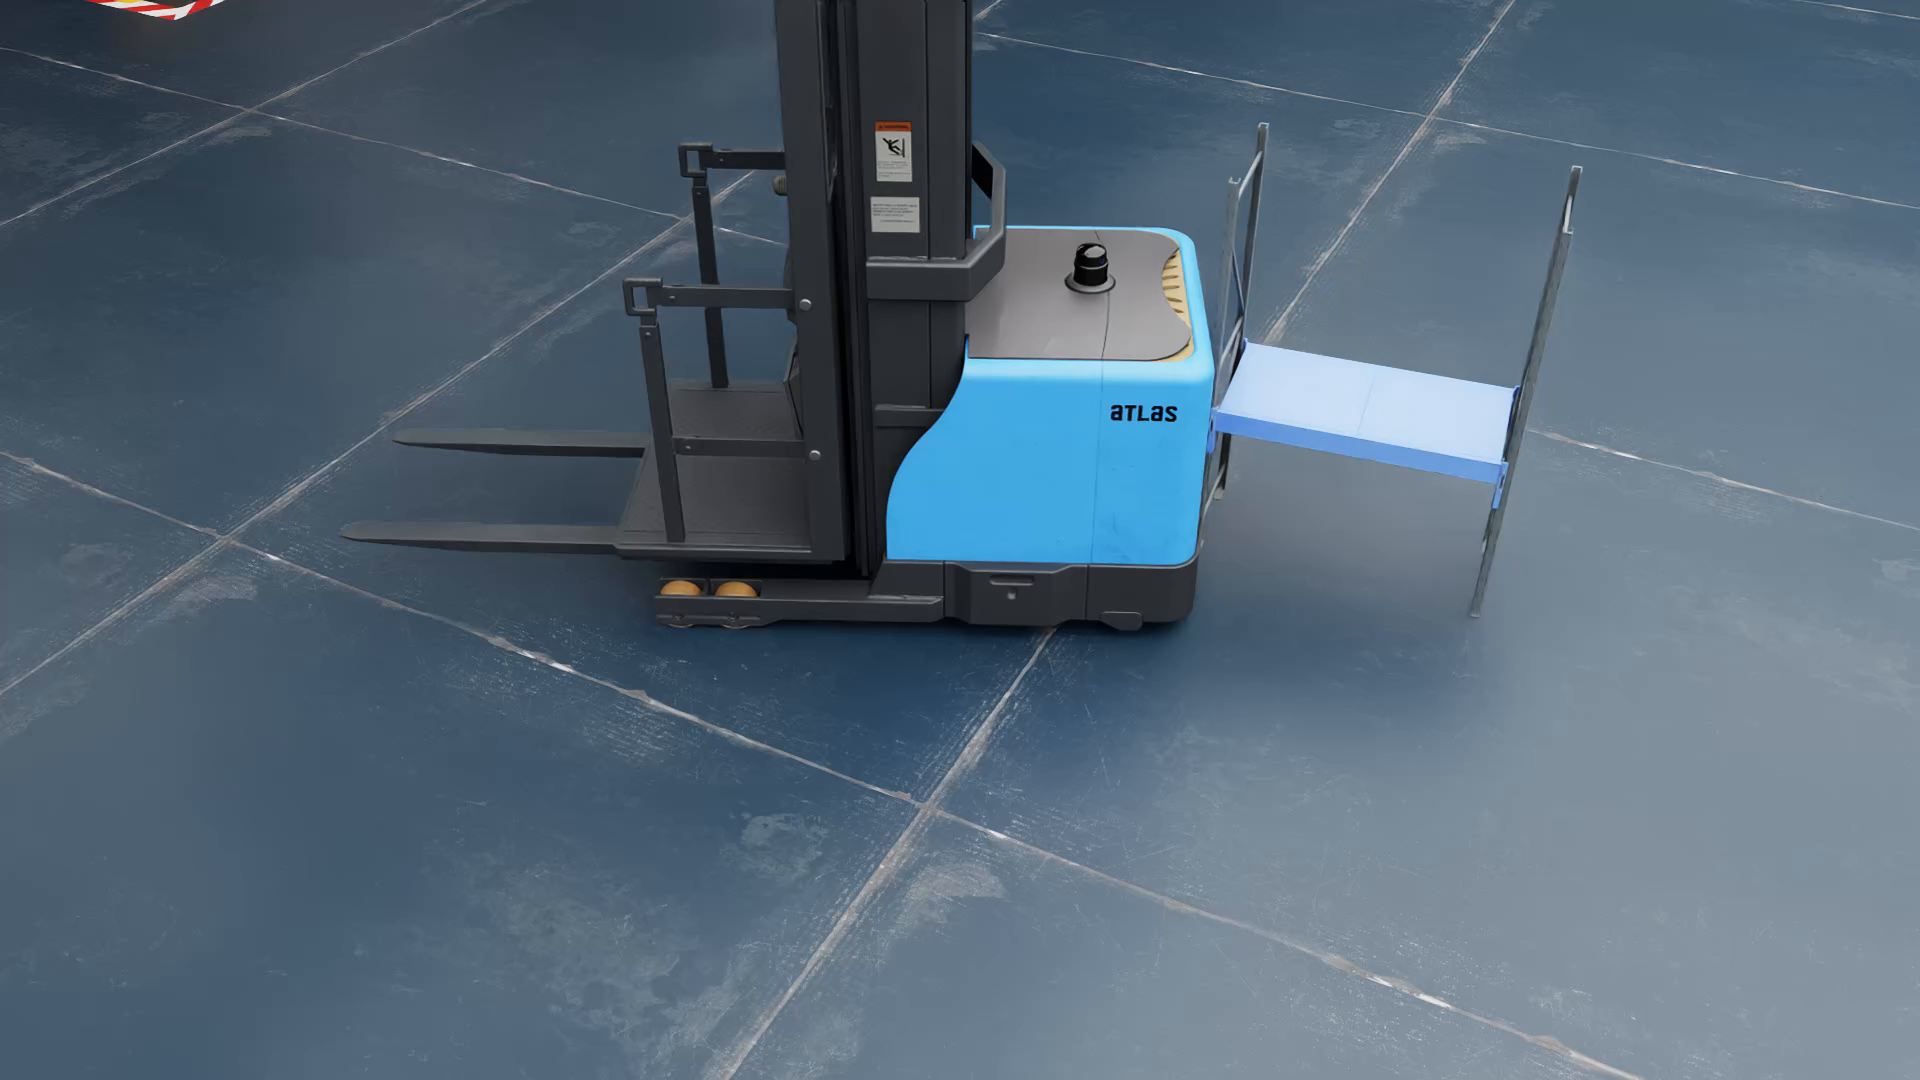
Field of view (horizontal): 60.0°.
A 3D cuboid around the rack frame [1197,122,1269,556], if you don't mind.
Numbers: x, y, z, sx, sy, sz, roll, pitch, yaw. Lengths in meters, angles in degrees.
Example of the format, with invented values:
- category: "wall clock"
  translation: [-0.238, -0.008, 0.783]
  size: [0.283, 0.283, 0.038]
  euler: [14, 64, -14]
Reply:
- category: "rack frame"
  translation: [0.948, -0.673, 5.896]
  size: [0.032, 1.500, 0.500]
  euler: [12, 39, 16]

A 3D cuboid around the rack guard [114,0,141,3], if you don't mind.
- category: "rack guard"
  translation: [-5.298, -4.060, 11.185]
  size: [0.348, 0.500, 1.175]
  euler: [17, 41, 21]

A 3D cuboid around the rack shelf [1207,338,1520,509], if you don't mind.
- category: "rack shelf"
  translation: [1.426, -0.426, 5.868]
  size: [1.000, 0.185, 0.538]
  euler: [12, 39, 16]

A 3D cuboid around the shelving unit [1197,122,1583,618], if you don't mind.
- category: "shelving unit"
  translation: [1.426, -0.569, 5.759]
  size: [1.048, 1.500, 0.538]
  euler: [12, 39, 16]

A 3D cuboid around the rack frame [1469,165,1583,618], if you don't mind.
- category: "rack frame"
  translation: [1.905, -0.465, 5.622]
  size: [0.032, 1.500, 0.500]
  euler: [12, 39, 16]

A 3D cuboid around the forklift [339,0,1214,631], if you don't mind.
- category: "forklift"
  translation: [-0.681, -1.173, 5.372]
  size: [3.031, 2.935, 1.130]
  euler: [1, 37, 2]
